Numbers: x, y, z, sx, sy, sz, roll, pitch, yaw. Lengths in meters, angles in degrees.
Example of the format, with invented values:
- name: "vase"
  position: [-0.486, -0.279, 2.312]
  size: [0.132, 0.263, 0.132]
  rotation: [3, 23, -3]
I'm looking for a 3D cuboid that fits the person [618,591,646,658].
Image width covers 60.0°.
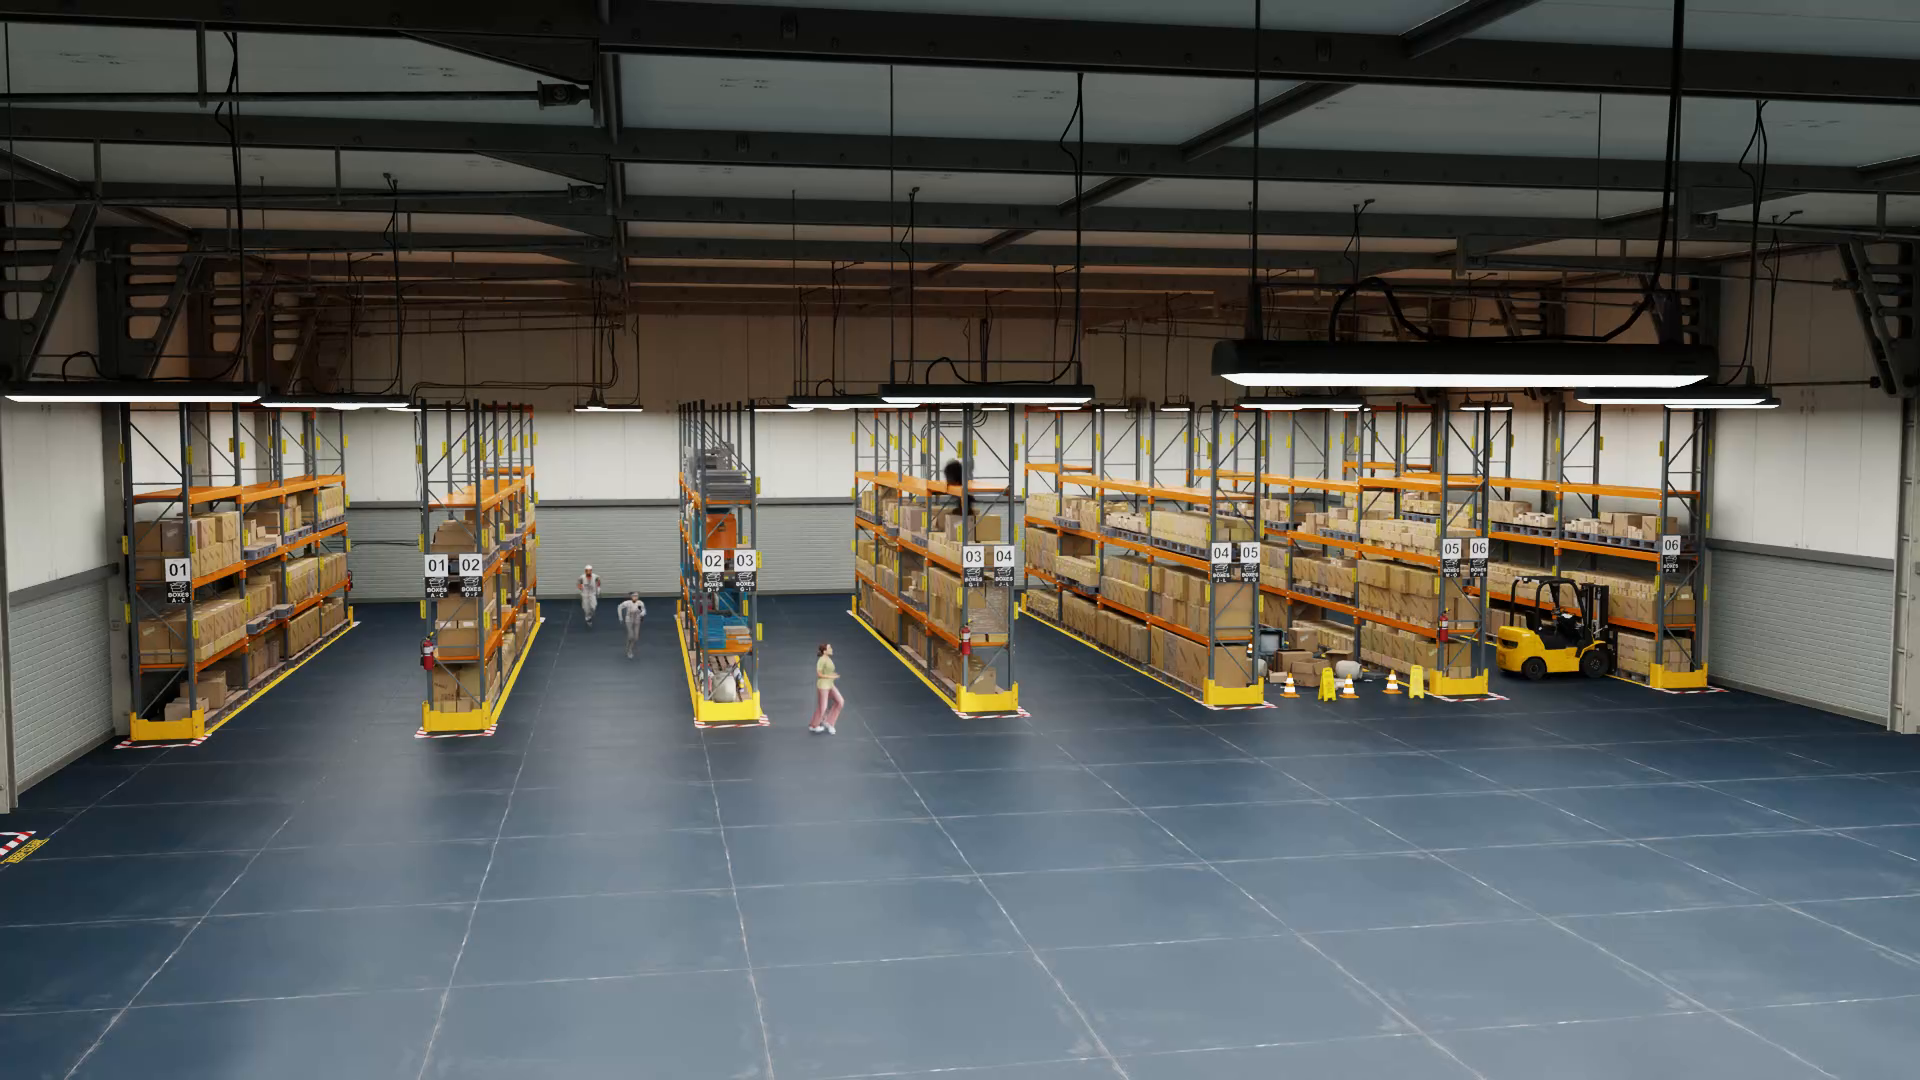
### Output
- name: "person"
  position: [-7.685, 1.976, 39.068]
  size: [0.611, 1.613, 0.684]
  rotation: [-2, 5, -27]

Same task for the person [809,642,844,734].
- name: "person"
  position: [-2.433, 2.658, 29.724]
  size: [0.662, 1.679, 0.554]
  rotation: [2, 5, 20]

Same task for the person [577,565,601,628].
- name: "person"
  position: [-9.894, 1.515, 44.404]
  size: [0.633, 1.702, 0.737]
  rotation: [-1, 4, -15]
